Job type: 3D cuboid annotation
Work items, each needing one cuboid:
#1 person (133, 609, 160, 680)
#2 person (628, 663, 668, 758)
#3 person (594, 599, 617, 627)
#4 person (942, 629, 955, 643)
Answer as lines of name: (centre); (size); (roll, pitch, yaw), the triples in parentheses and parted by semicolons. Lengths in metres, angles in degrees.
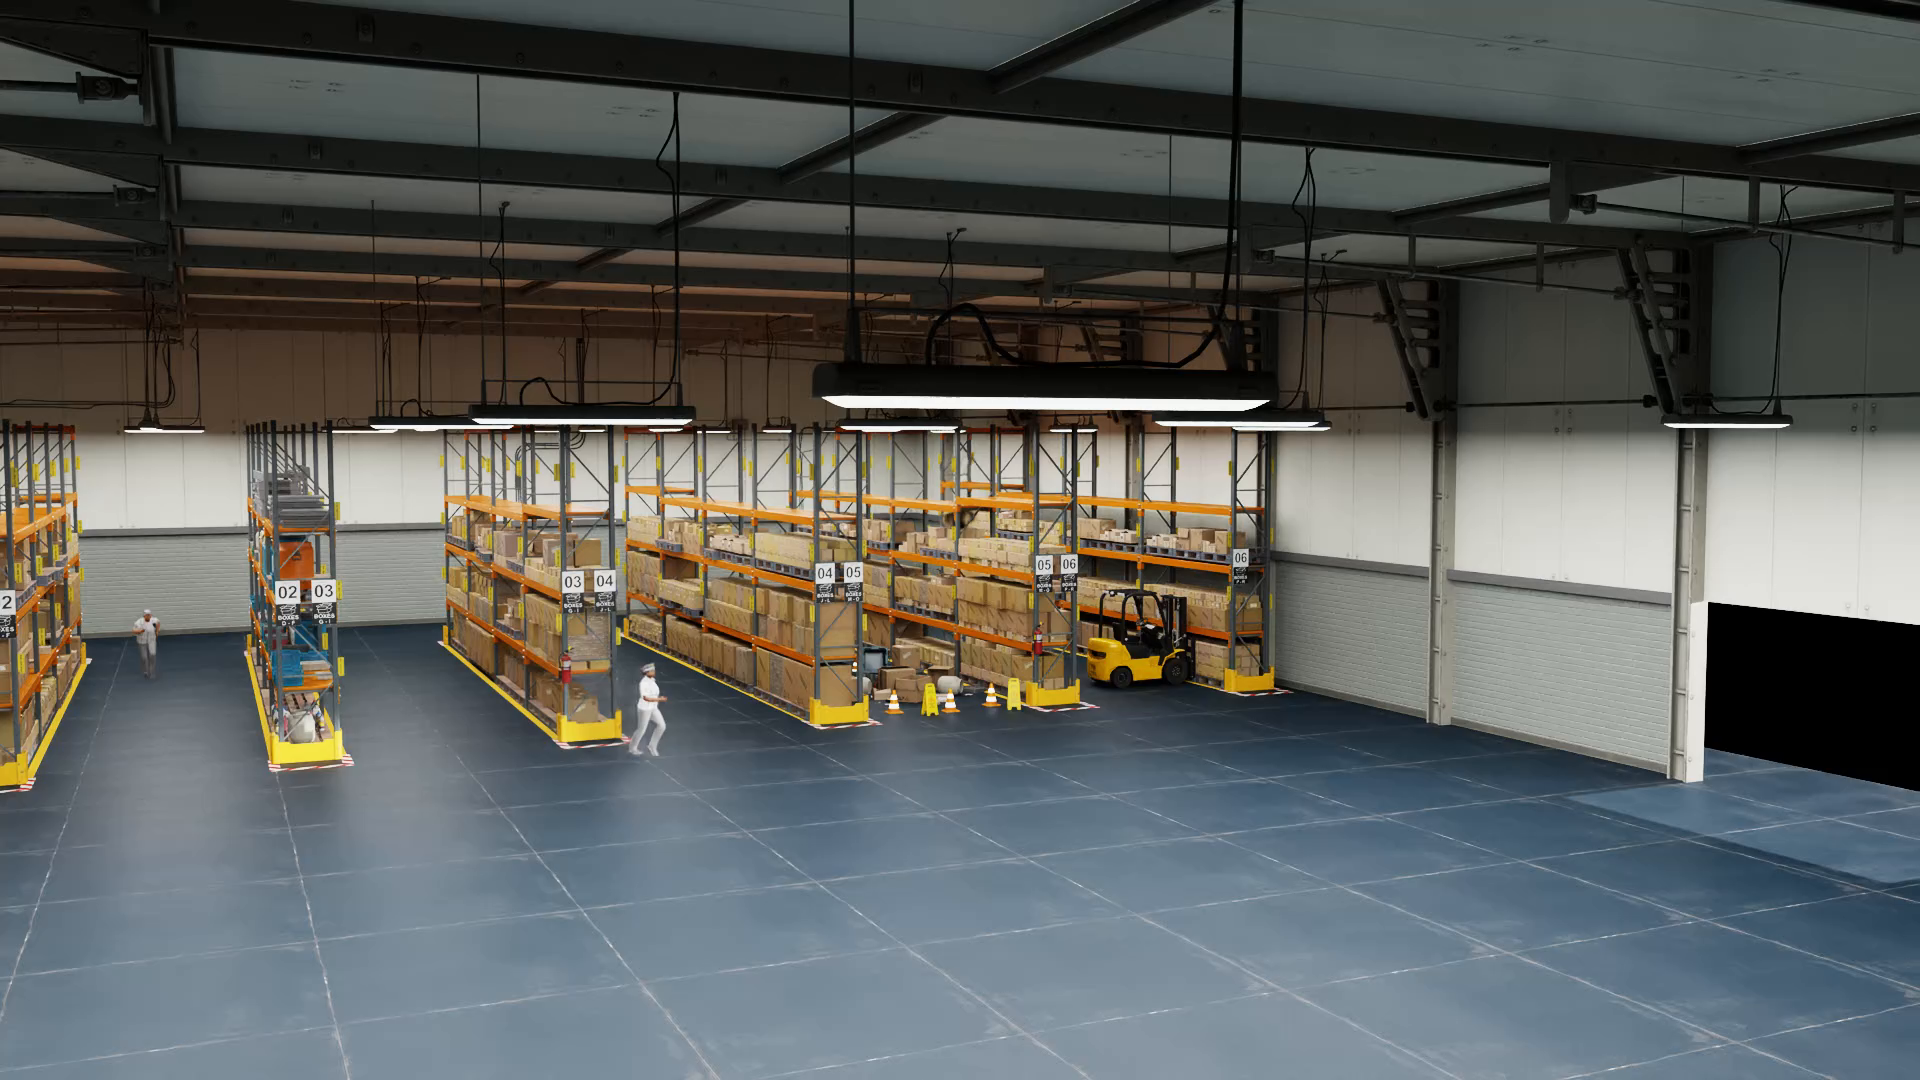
person: (-19.271, 2.455, 39.403); (0.597, 1.670, 0.917); (-2, 4, -28)
person: (-5.536, 3.036, 29.599); (0.798, 1.722, 0.536); (1, 4, 20)
person: (-10.481, 1.930, 48.502); (1.020, 1.503, 0.657); (-2, 4, -30)
person: (-0.307, 2.167, 44.672); (0.577, 1.560, 0.545); (-1, 4, -20)
